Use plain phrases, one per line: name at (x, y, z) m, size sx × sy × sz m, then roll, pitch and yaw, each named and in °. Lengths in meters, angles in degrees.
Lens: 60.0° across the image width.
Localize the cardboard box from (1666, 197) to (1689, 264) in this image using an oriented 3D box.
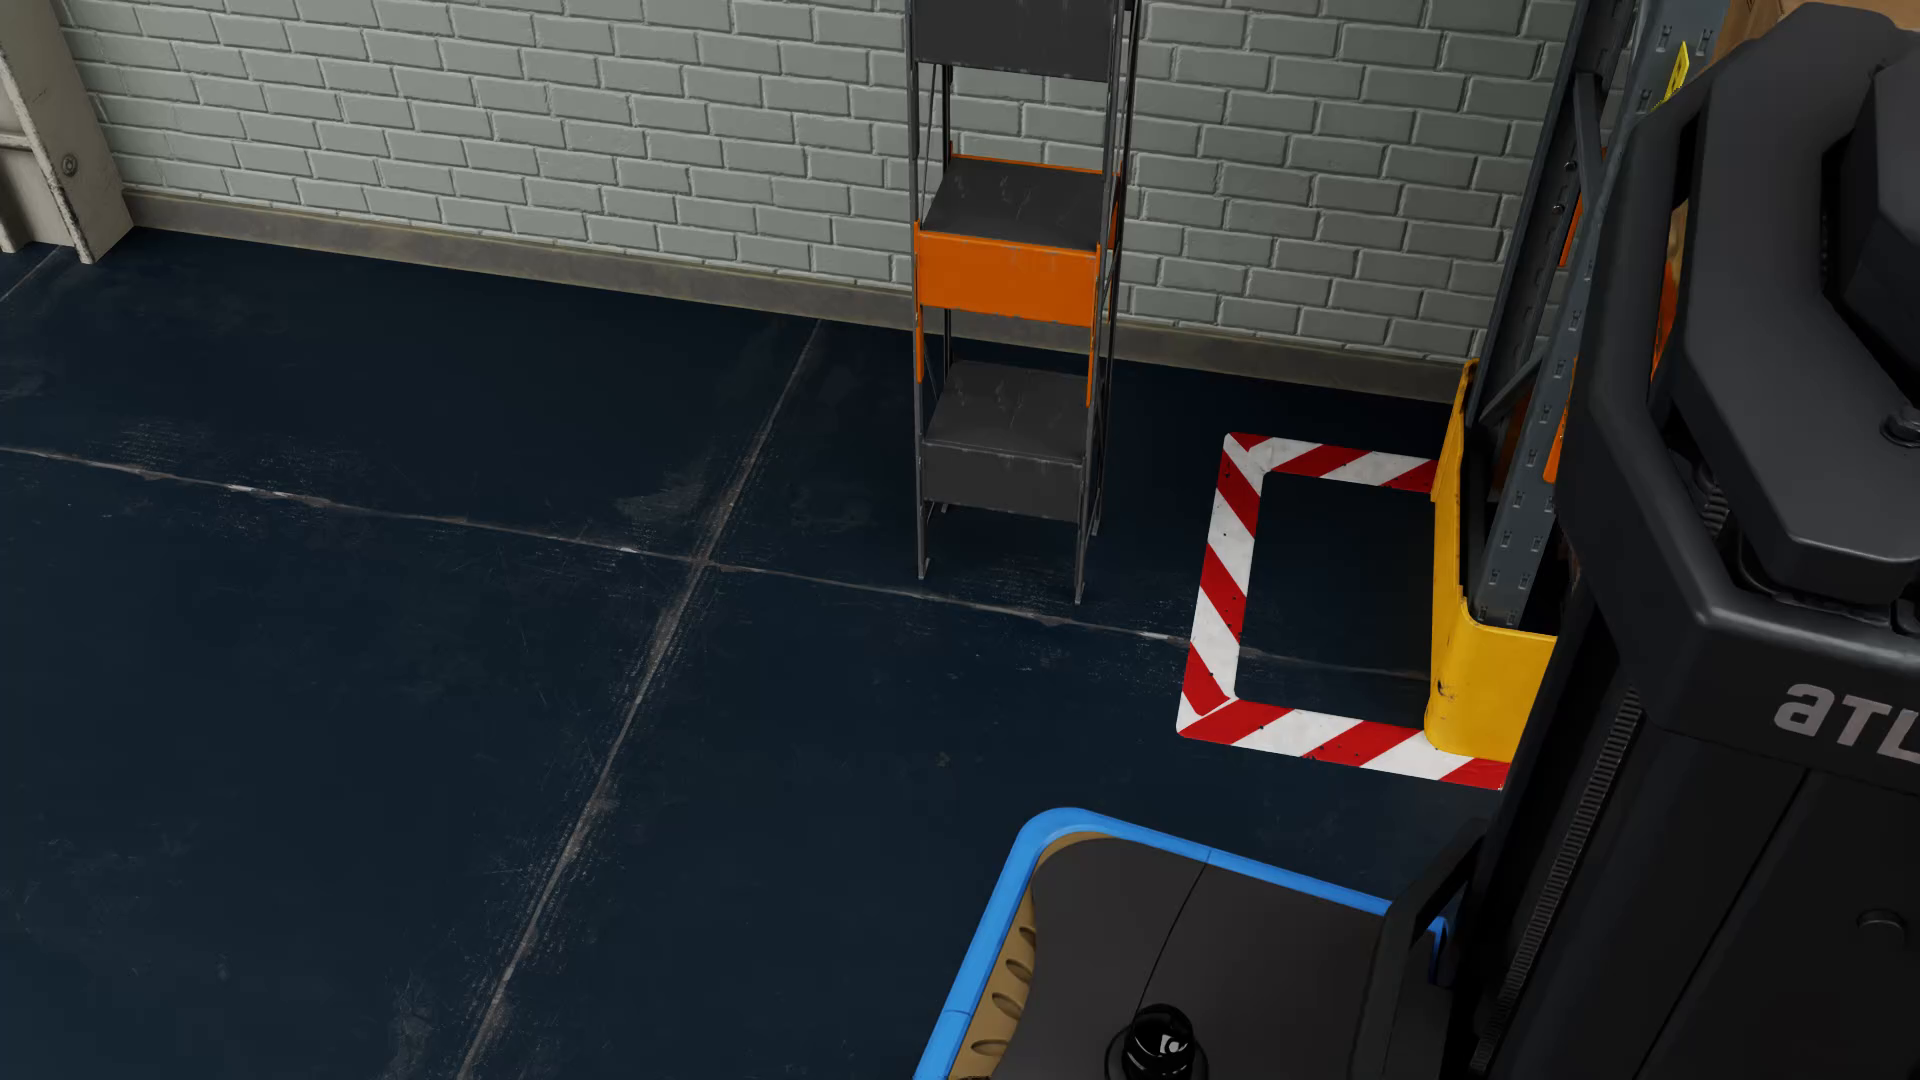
cardboard box at (2.016, -0.893, 4.108) m, size 0.500 × 0.250 × 0.500 m, roll 9°, pitch 45°, yaw 10°

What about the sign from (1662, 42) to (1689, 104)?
sign at (1.399, -0.824, 3.319) m, size 0.005 × 0.325 × 0.100 m, roll 9°, pitch 45°, yaw 9°

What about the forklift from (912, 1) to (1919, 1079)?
forklift at (1.368, 0.887, 2.214) m, size 3.031 × 2.935 × 1.130 m, roll 15°, pitch 46°, yaw 15°

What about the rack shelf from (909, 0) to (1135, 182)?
rack shelf at (0.162, -1.226, 4.020) m, size 0.480 × 0.518 × 0.431 m, roll 9°, pitch 45°, yaw 9°

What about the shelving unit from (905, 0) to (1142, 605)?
shelving unit at (0.162, -0.731, 4.496) m, size 0.503 × 2.100 × 0.431 m, roll 9°, pitch 45°, yaw 9°

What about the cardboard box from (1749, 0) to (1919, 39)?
cardboard box at (1.918, -0.827, 3.499) m, size 0.500 × 0.500 × 0.500 m, roll 9°, pitch 45°, yaw 9°

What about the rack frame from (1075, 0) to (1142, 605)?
rack frame at (0.400, -0.694, 4.457) m, size 0.015 × 2.100 × 0.400 m, roll 9°, pitch 45°, yaw 9°

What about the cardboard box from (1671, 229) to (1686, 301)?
cardboard box at (1.925, -0.544, 3.746) m, size 0.500 × 0.250 × 0.500 m, roll 8°, pitch 44°, yaw 8°

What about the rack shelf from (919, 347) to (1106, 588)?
rack shelf at (0.162, -0.217, 4.991) m, size 0.480 × 0.518 × 0.431 m, roll 9°, pitch 45°, yaw 9°

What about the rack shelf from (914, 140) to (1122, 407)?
rack shelf at (0.162, -0.722, 4.505) m, size 0.480 × 0.518 × 0.431 m, roll 9°, pitch 45°, yaw 9°

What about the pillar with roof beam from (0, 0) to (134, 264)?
pillar with roof beam at (-4.406, -1.515, 0.335) m, size 0.400 × 9.000 × 9.100 m, roll 9°, pitch 45°, yaw 9°

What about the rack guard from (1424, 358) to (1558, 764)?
rack guard at (1.592, 0.033, 4.855) m, size 0.348 × 0.500 × 1.175 m, roll 9°, pitch 45°, yaw 9°

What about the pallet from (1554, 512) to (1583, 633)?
pallet at (2.377, 0.284, 4.803) m, size 1.213 × 0.211 × 1.003 m, roll 9°, pitch 45°, yaw 9°

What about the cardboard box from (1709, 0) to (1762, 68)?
cardboard box at (2.024, -1.175, 3.861) m, size 0.500 × 0.500 × 0.500 m, roll 8°, pitch 45°, yaw 9°

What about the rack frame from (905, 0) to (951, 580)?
rack frame at (-0.077, -0.768, 4.534) m, size 0.015 × 2.100 × 0.400 m, roll 9°, pitch 45°, yaw 9°

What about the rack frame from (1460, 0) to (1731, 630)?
rack frame at (1.518, -0.879, 4.000) m, size 0.127 × 3.000 × 1.000 m, roll 9°, pitch 45°, yaw 9°

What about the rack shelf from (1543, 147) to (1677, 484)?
rack shelf at (3.469, -0.317, 3.935) m, size 4.000 × 0.370 × 1.077 m, roll 9°, pitch 45°, yaw 9°
